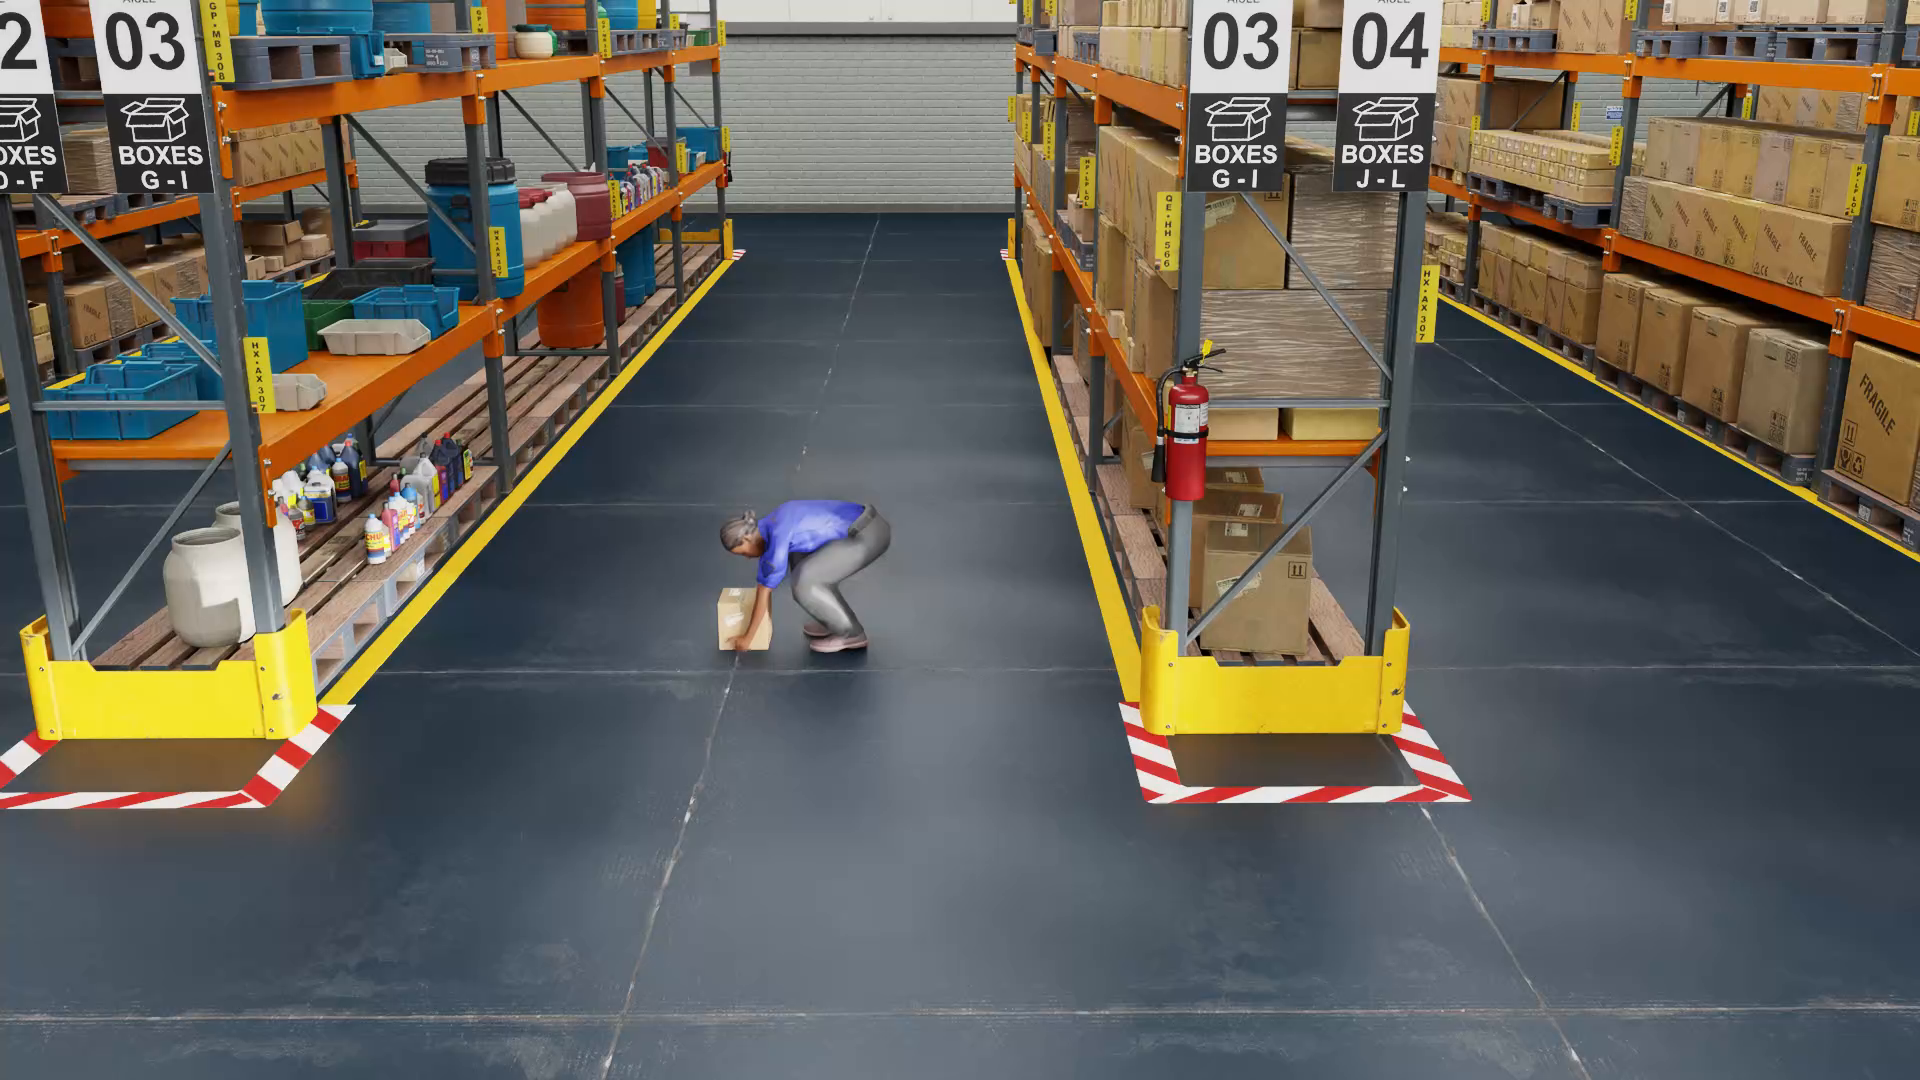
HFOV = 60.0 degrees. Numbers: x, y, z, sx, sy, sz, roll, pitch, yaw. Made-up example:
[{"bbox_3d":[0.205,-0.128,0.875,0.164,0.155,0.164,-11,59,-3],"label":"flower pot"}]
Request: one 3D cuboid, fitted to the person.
[{"bbox_3d":[-0.783,0.180,8.541,0.871,0.775,0.460,-1,17,-3],"label":"person"}]
